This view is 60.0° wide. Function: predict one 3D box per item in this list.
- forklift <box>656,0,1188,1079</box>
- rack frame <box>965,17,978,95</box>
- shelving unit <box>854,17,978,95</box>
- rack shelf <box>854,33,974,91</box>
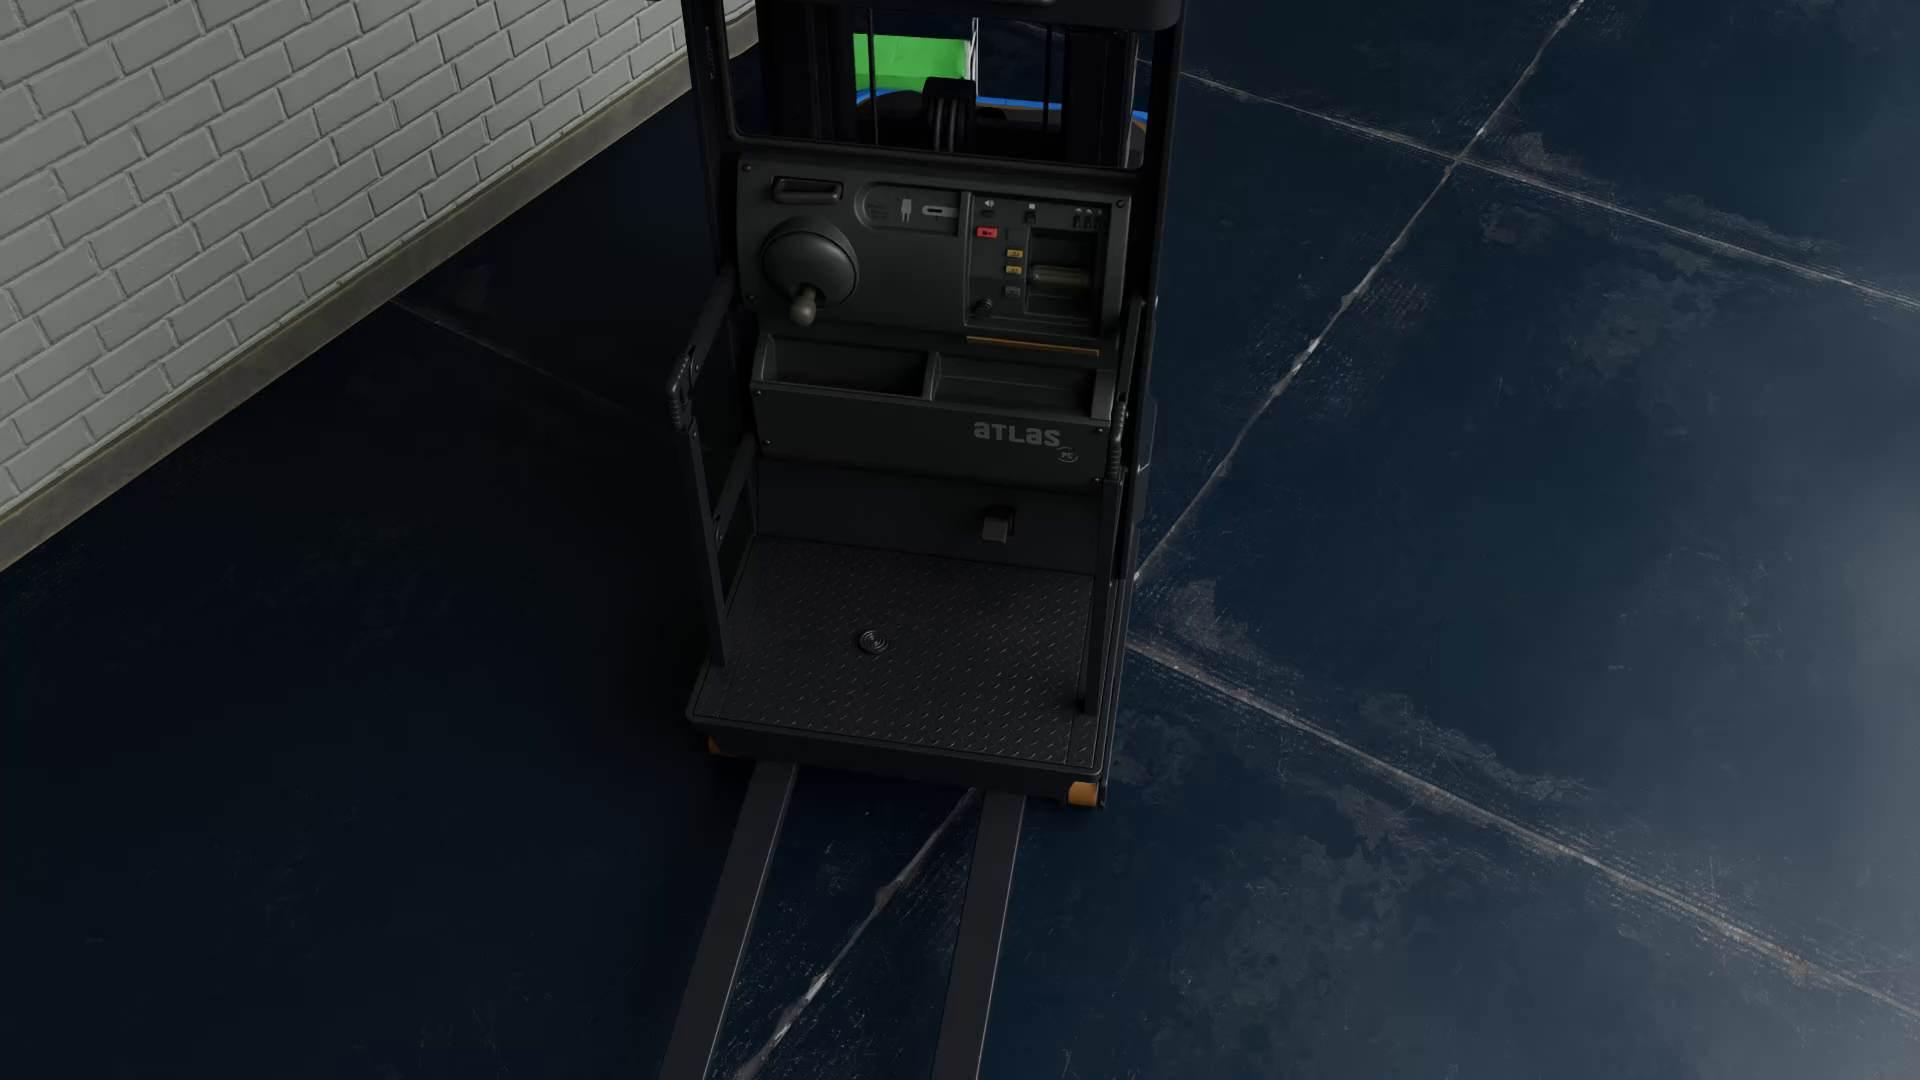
[{"bbox_3d":[-0.103,-0.581,3.771,1.130,2.935,3.031,7,46,7],"label":"forklift"},{"bbox_3d":[0.036,-1.172,5.552,0.015,1.200,0.240,5,46,5],"label":"rack frame"},{"bbox_3d":[-0.207,-1.192,5.571,0.503,1.200,0.258,5,46,5],"label":"shelving unit"},{"bbox_3d":[-0.207,-1.482,5.273,0.480,0.148,0.258,5,46,5],"label":"rack shelf"}]
